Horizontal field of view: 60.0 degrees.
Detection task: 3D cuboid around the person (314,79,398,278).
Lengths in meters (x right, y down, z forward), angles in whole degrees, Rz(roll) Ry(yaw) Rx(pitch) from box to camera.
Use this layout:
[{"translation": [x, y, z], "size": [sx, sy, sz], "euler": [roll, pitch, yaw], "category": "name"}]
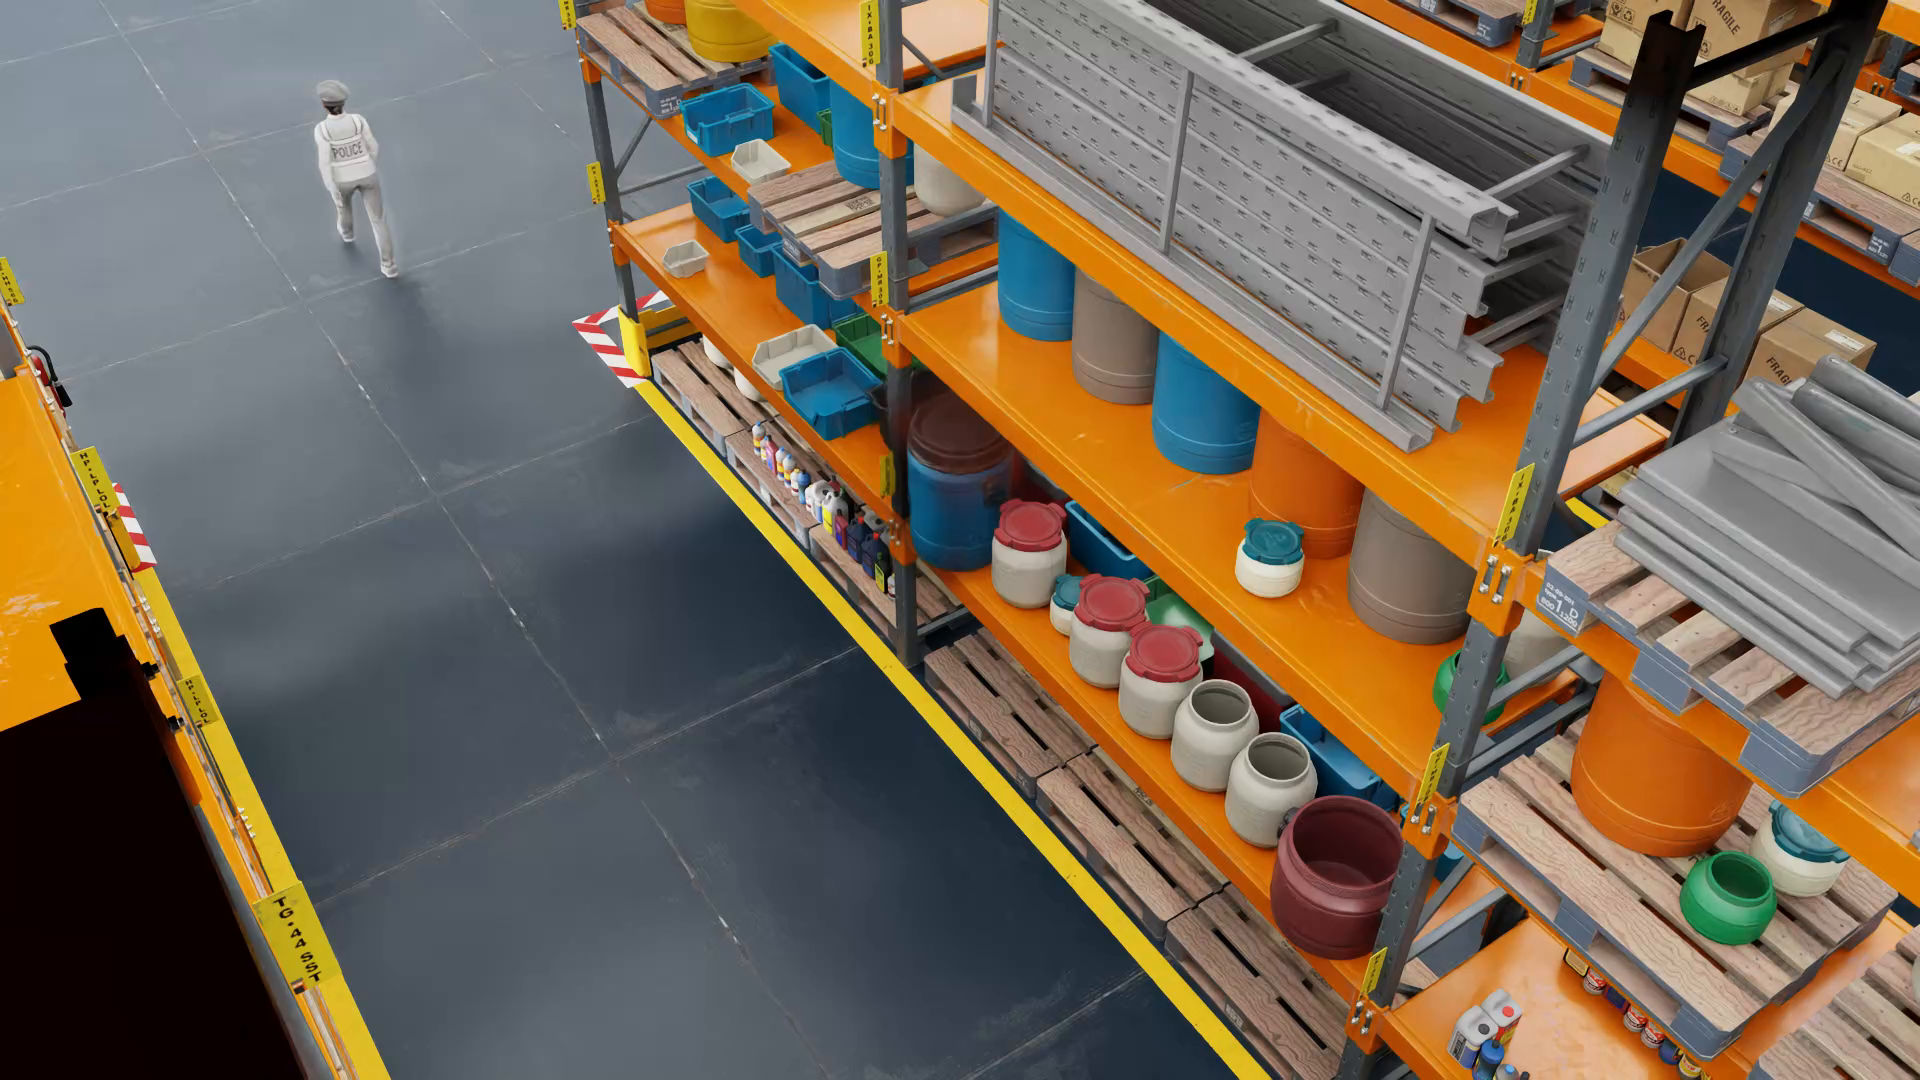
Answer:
[{"translation": [-5.071, -3.078, 13.879], "size": [0.514, 1.611, 1.040], "euler": [-15, 45, -15], "category": "person"}]
